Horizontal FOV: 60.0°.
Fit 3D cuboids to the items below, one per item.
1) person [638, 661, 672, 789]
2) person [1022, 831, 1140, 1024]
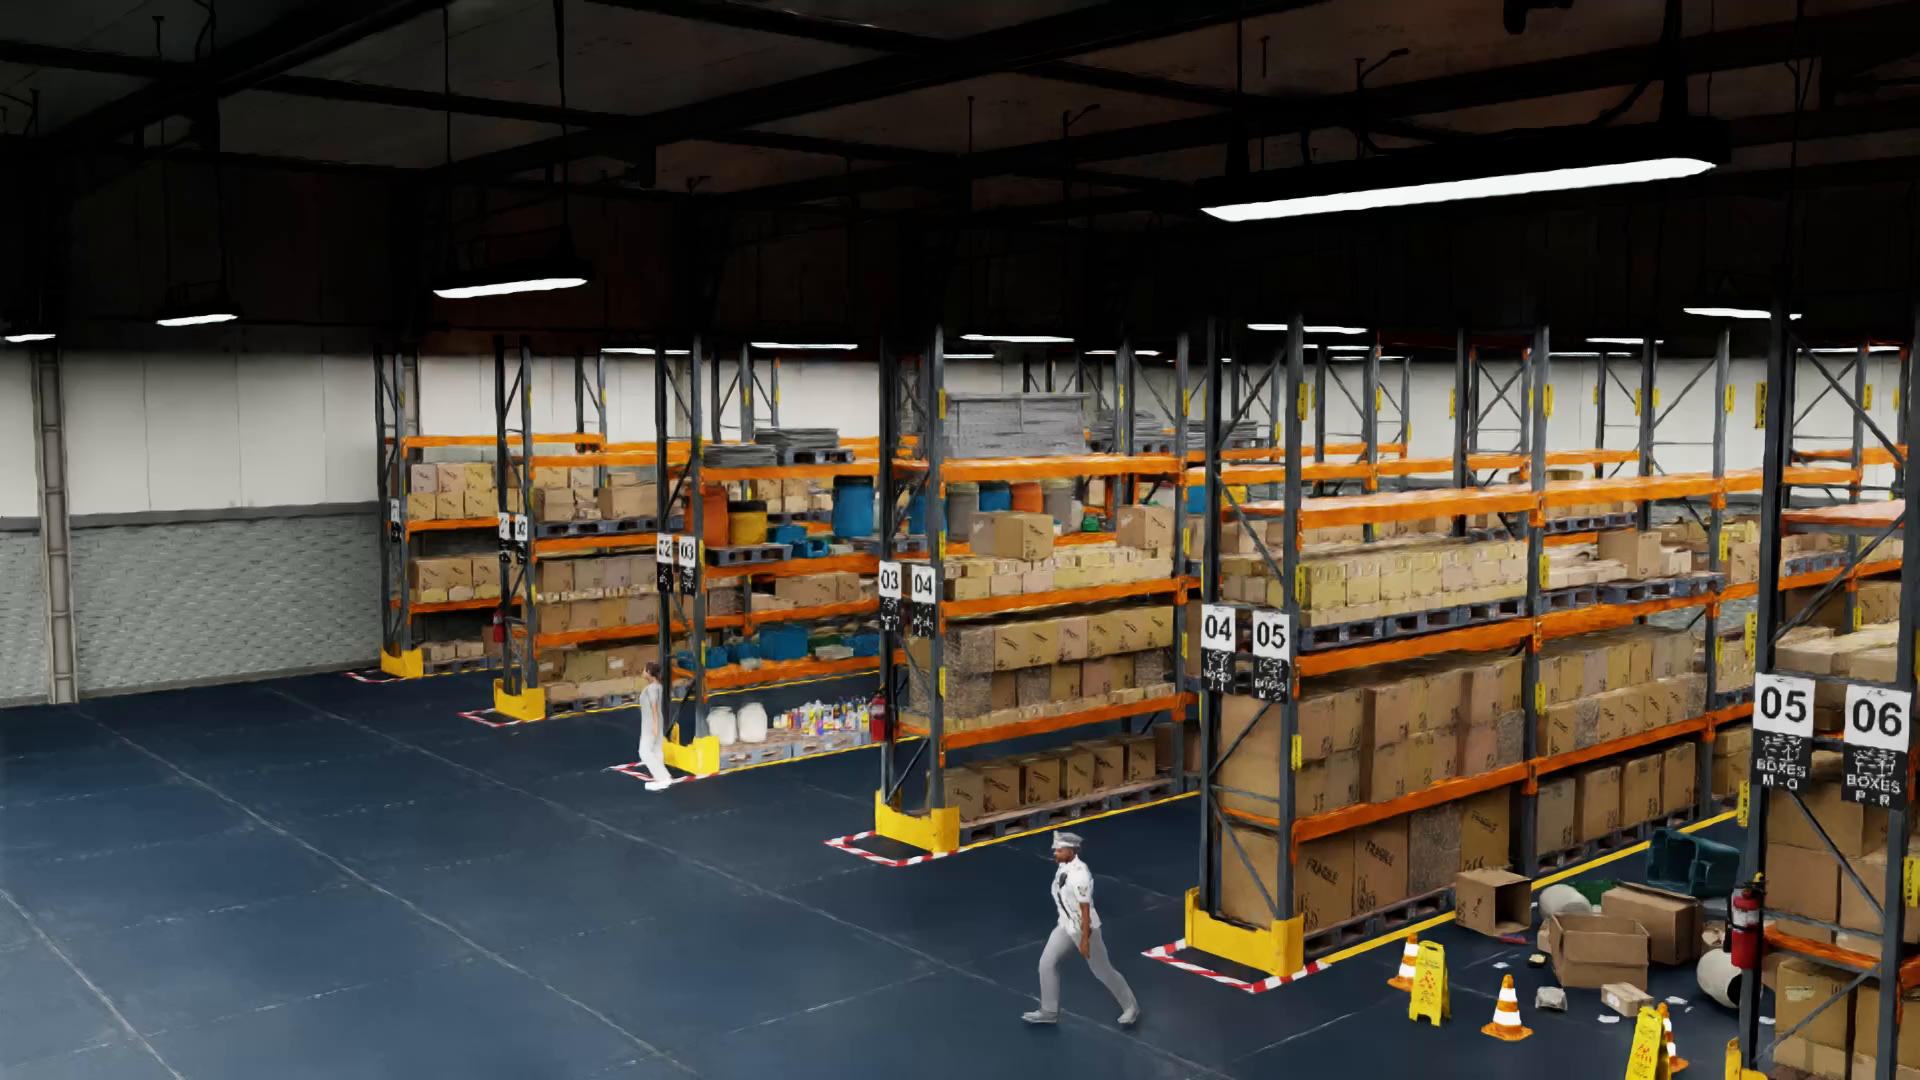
[{"bbox_3d":[-3.919,2.388,21.413,0.443,1.656,0.592,0,5,2],"label":"person"},{"bbox_3d":[1.003,3.134,13.463,0.937,1.610,0.505,-2,6,-20],"label":"person"}]
